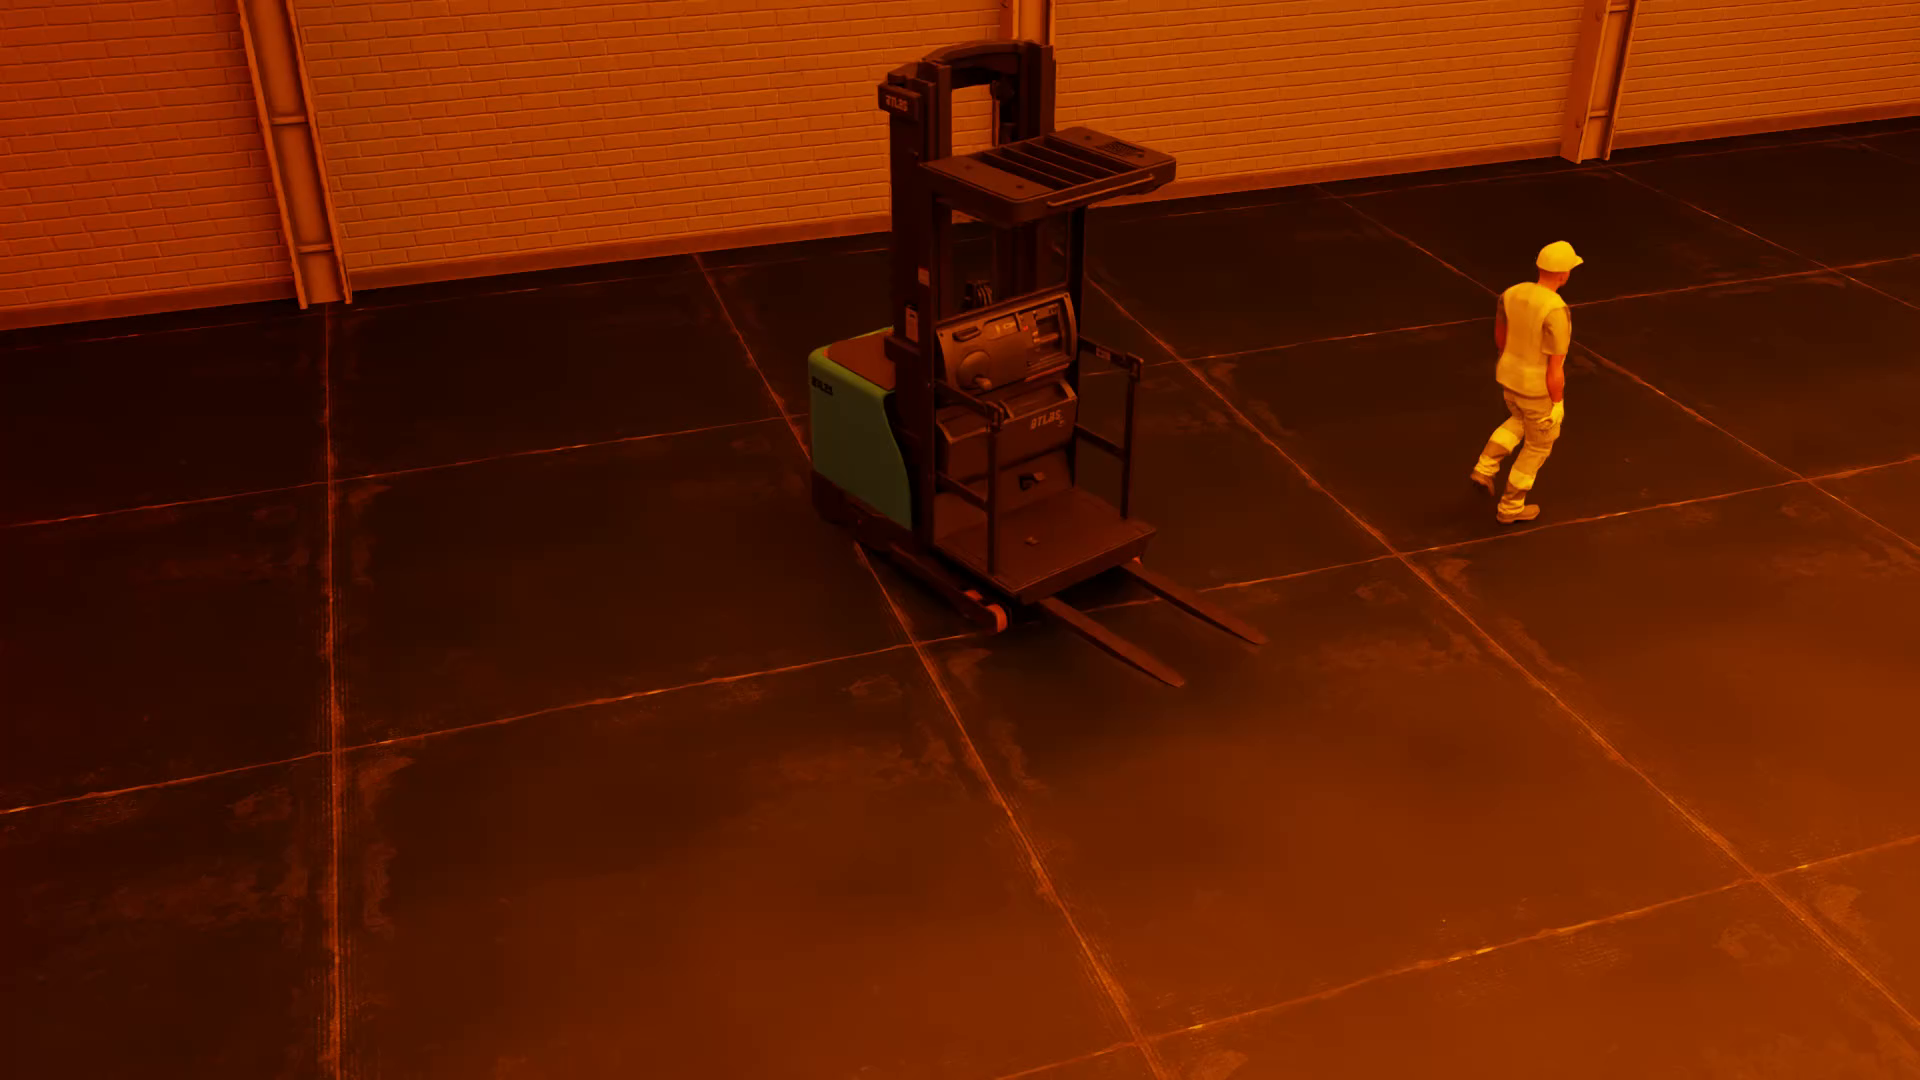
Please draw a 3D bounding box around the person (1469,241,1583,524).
[{"bbox_3d":[3.414,-0.938,9.887,0.468,1.767,0.719,-13,32,-22],"label":"person"}]

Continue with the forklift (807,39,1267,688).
[{"bbox_3d":[0.396,-1.035,8.887,1.130,2.935,3.031,-22,36,-33],"label":"forklift"}]
